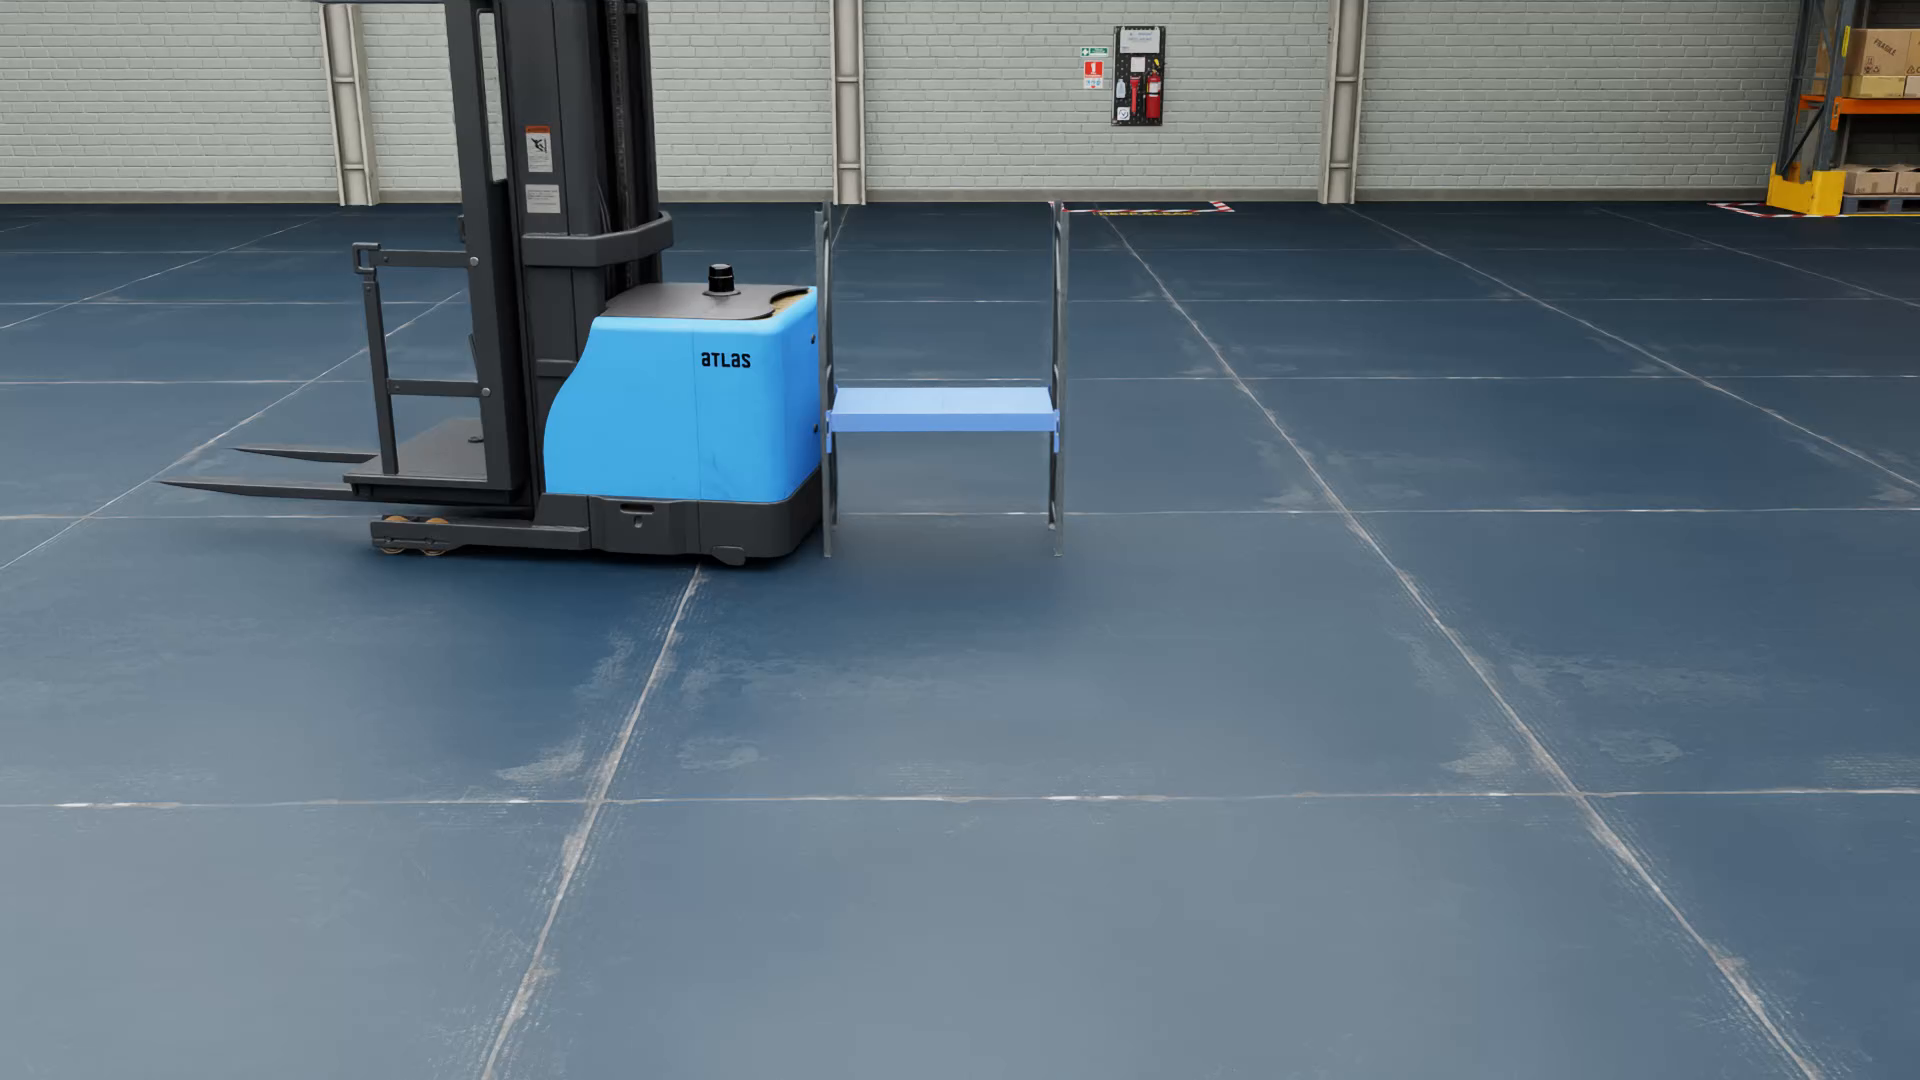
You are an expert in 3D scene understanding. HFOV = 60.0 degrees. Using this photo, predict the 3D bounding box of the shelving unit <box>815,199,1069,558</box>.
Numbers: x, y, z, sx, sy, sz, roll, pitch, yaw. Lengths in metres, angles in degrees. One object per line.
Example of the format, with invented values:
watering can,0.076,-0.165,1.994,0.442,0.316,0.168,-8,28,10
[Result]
shelving unit,-0.076,-0.713,7.315,1.048,1.500,0.538,0,18,-1

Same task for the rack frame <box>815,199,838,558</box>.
rack frame,-0.584,-0.712,7.311,0.032,1.500,0.500,0,18,-1

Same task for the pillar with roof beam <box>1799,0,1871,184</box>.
pillar with roof beam,10.714,-7.176,15.185,0.400,9.000,9.100,0,18,-1

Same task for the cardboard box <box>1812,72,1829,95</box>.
cardboard box,10.424,-5.366,19.578,0.500,0.250,0.500,0,18,0

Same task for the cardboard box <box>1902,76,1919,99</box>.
cardboard box,10.972,-5.217,19.113,0.500,0.250,0.500,-1,18,-3

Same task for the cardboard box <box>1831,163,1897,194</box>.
cardboard box,10.653,-4.272,19.634,0.500,0.311,0.500,-2,18,-7

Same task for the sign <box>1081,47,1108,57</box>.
sign,1.626,-5.900,20.104,0.331,0.109,0.001,0,18,-1

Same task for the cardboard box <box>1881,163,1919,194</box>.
cardboard box,11.223,-4.274,19.643,0.500,0.311,0.500,1,18,4

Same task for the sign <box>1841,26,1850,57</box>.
sign,9.969,-5.613,18.717,0.005,0.325,0.100,0,18,-1

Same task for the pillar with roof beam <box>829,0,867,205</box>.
pillar with roof beam,-1.284,-7.118,15.005,0.400,9.000,9.100,0,18,-1

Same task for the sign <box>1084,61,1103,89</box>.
sign,1.621,-5.651,20.194,0.234,0.329,0.001,0,18,-1

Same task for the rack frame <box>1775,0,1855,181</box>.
rack frame,9.960,-5.367,19.366,0.127,3.000,1.000,0,18,-1

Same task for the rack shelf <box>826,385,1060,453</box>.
rack shelf,-0.076,-0.542,7.370,1.000,0.185,0.538,0,18,-1

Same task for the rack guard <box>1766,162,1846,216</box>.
rack guard,10.036,-4.177,19.749,0.348,0.500,1.175,0,18,-1

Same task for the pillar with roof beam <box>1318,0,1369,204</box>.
pillar with roof beam,4.715,-7.147,15.095,0.400,9.000,9.100,0,18,-1

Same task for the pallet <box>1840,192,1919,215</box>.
pallet,10.849,-4.032,19.772,1.213,0.211,1.003,0,18,-1

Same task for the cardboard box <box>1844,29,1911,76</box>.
cardboard box,10.442,-5.572,18.993,0.500,0.500,0.500,0,18,-1

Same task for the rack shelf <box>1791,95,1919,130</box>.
rack shelf,11.960,-5.034,19.506,4.000,0.370,1.077,0,18,-1

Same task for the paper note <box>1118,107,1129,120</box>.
paper note,1.997,-5.206,20.307,0.142,0.148,0.016,0,18,-1

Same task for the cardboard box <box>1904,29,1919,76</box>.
cardboard box,10.936,-5.572,18.991,0.500,0.500,0.500,0,18,-1

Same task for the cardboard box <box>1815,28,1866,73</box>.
cardboard box,10.428,-5.729,19.481,0.500,0.500,0.500,0,18,-1

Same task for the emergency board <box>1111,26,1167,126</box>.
emergency board,2.175,-5.605,20.109,0.643,1.169,0.194,0,18,-1

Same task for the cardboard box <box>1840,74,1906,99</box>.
cardboard box,10.453,-5.210,19.091,0.500,0.250,0.500,-1,18,-2

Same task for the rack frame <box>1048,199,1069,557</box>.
rack frame,0.432,-0.714,7.320,0.032,1.500,0.500,0,18,-1

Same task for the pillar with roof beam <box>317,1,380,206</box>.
pillar with roof beam,-7.284,-7.089,14.915,0.400,9.000,9.100,0,18,-1

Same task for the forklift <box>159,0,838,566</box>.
forklift,-2.147,-1.479,7.360,3.031,2.935,1.130,3,18,9
